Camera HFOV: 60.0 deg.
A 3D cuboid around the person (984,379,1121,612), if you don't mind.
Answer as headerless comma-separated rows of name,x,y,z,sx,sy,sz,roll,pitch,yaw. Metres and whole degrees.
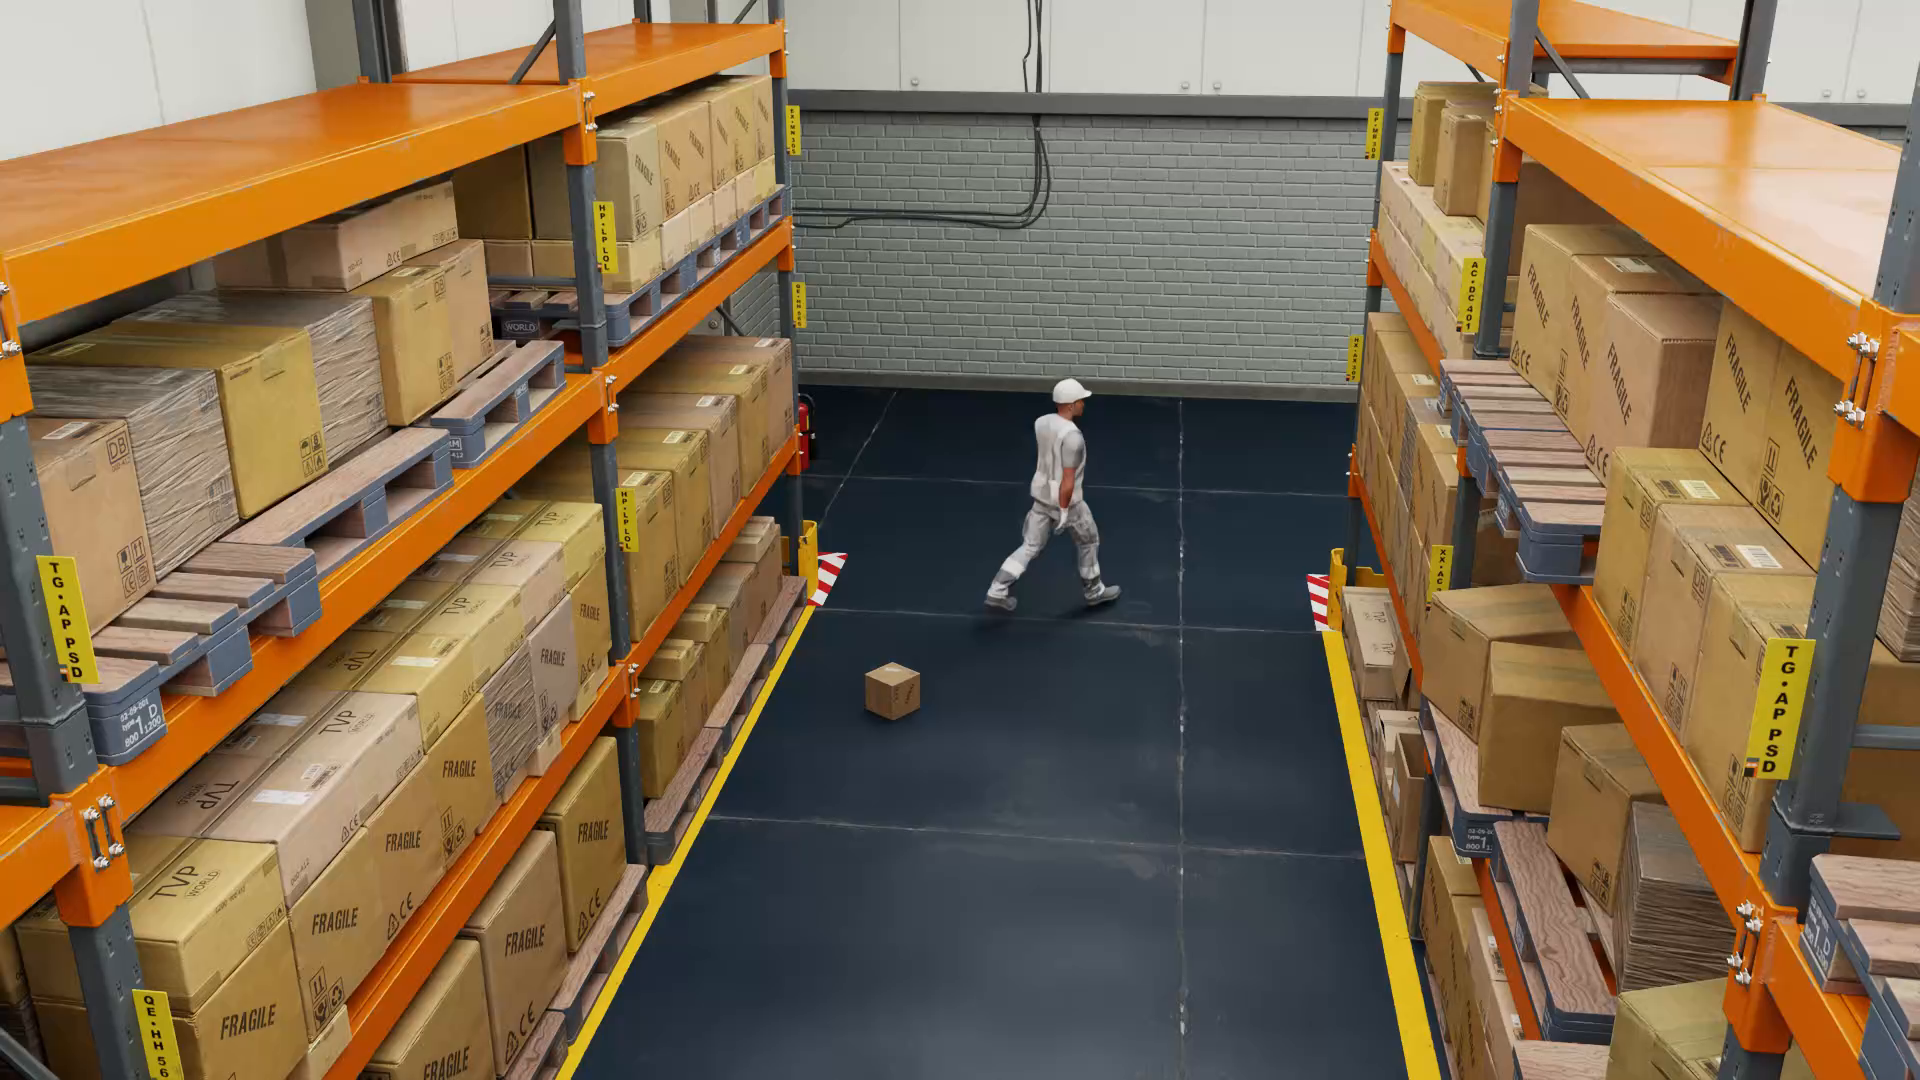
person,0.682,-0.294,11.827,1.110,1.737,0.541,-14,25,-33
